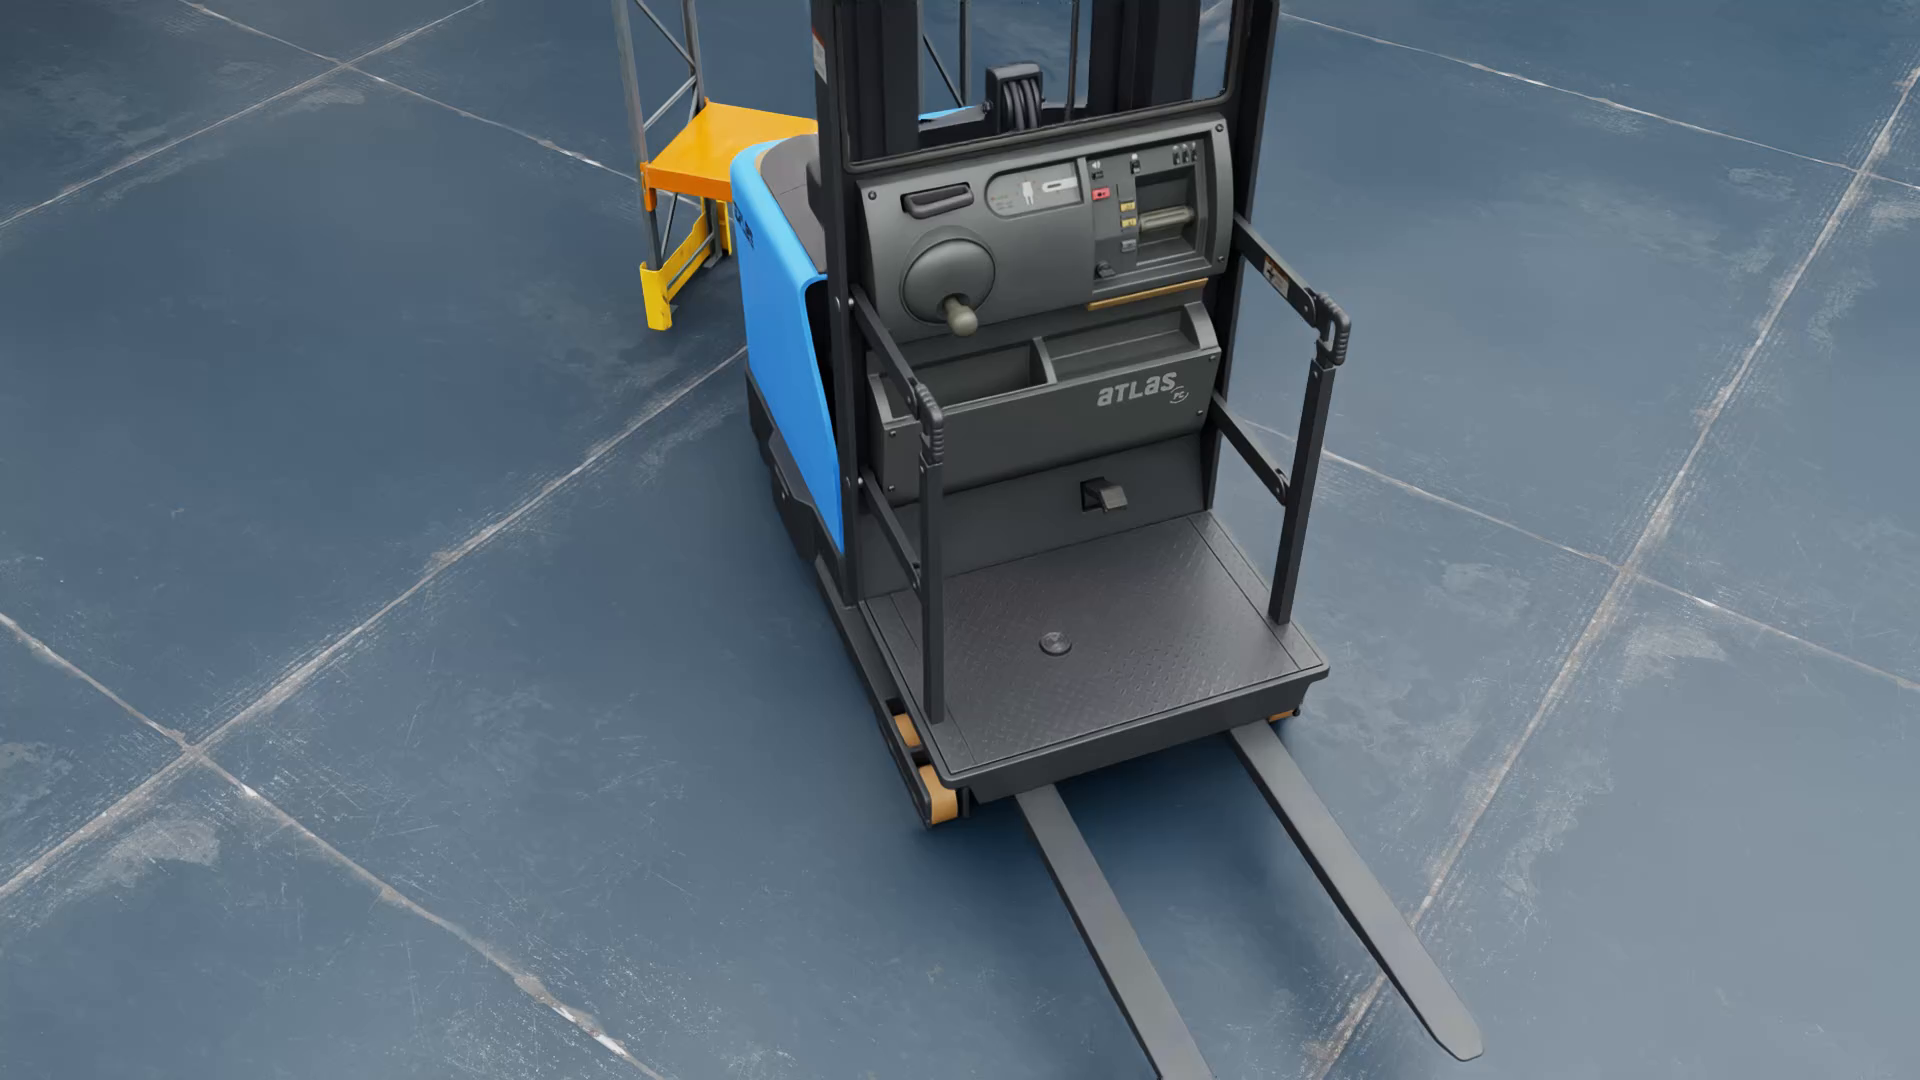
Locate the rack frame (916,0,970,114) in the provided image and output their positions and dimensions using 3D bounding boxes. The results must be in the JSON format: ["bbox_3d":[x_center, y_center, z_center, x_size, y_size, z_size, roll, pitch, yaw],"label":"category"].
[{"bbox_3d":[-0.062,-1.299,5.578,0.032,1.500,0.500,13,43,14],"label":"rack frame"}]

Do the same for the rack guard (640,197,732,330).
[{"bbox_3d":[-1.022,-1.054,6.240,0.087,0.250,0.587,13,43,14],"label":"rack guard"}]

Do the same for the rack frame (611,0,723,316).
[{"bbox_3d":[-1.023,-1.520,5.824,0.032,1.500,0.500,13,43,14],"label":"rack frame"}]

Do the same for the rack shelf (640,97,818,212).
[{"bbox_3d":[-0.543,-1.276,5.821,1.000,0.185,0.538,13,43,14],"label":"rack shelf"}]

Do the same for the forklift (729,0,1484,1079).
[{"bbox_3d":[0.299,-0.661,3.790,1.130,2.935,3.031,-14,44,-16],"label":"forklift"}]

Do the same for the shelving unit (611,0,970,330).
[{"bbox_3d":[-0.551,-1.412,5.703,1.083,1.500,0.587,13,43,14],"label":"shelving unit"}]
